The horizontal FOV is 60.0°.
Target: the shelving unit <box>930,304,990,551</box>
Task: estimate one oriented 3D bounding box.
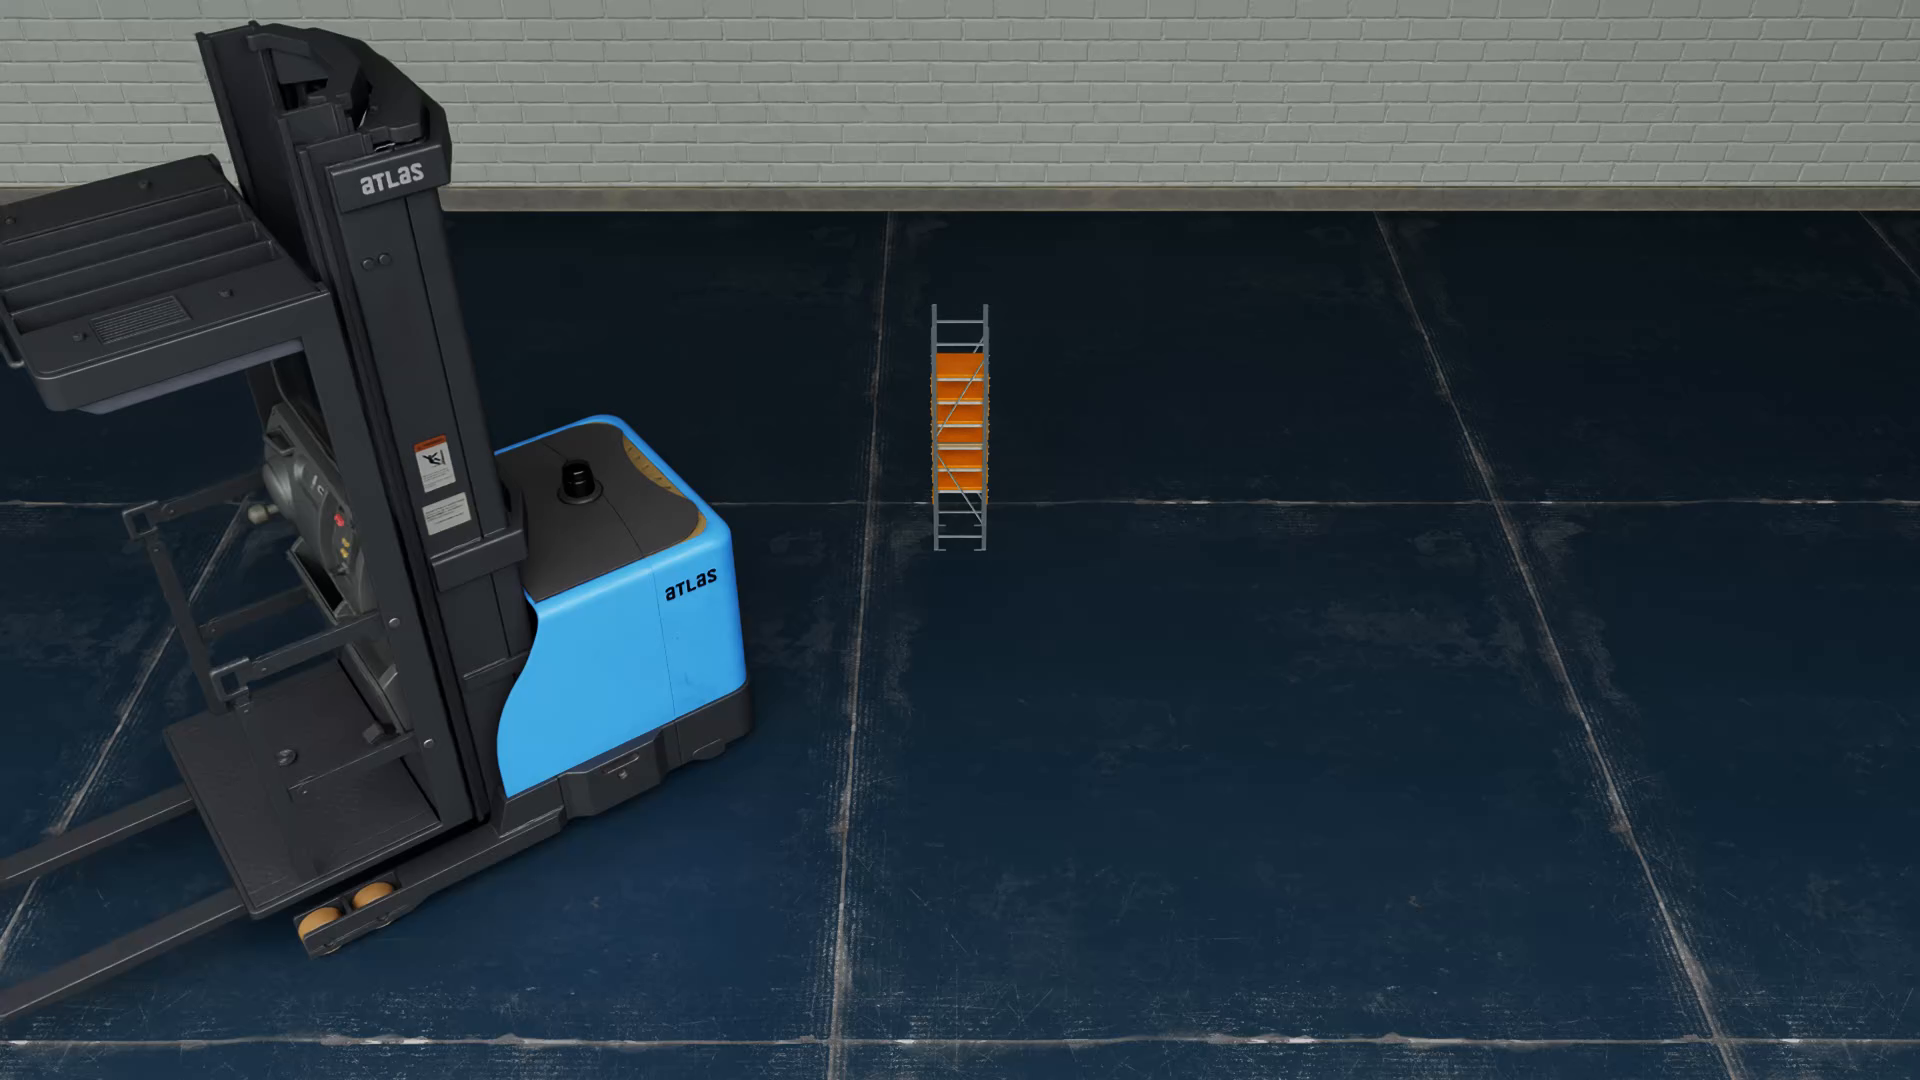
[{"bbox_3d":[0.000,-0.477,7.386,0.258,1.200,0.189,0,39,0],"label":"shelving unit"}]

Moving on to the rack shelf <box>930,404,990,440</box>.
[{"bbox_3d":[0.000,-0.536,7.339,0.258,0.103,0.180,0,39,0],"label":"rack shelf"}]

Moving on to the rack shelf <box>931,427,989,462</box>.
[{"bbox_3d":[0.000,-0.443,7.414,0.258,0.103,0.180,0,39,0],"label":"rack shelf"}]

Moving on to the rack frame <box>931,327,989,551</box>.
[{"bbox_3d":[0.000,-0.420,7.315,0.240,1.200,0.006,0,39,0],"label":"rack frame"}]

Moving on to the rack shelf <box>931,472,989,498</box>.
[{"bbox_3d":[0.000,-0.255,7.564,0.258,0.103,0.180,0,39,0],"label":"rack shelf"}]

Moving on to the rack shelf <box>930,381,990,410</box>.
[{"bbox_3d":[0.000,-0.630,7.264,0.258,0.103,0.180,0,39,0],"label":"rack shelf"}]

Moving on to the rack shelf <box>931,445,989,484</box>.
[{"bbox_3d":[0.000,-0.349,7.489,0.258,0.103,0.180,0,39,0],"label":"rack shelf"}]

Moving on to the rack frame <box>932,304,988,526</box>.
[{"bbox_3d":[0.000,-0.534,7.457,0.240,1.200,0.006,0,39,0],"label":"rack frame"}]

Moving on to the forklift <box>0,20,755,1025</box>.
[{"bbox_3d":[-2.320,-0.050,5.468,3.031,2.935,1.130,-24,45,-27],"label":"forklift"}]

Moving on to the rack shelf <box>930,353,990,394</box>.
[{"bbox_3d":[0.000,-0.724,7.189,0.258,0.103,0.180,0,39,0],"label":"rack shelf"}]
